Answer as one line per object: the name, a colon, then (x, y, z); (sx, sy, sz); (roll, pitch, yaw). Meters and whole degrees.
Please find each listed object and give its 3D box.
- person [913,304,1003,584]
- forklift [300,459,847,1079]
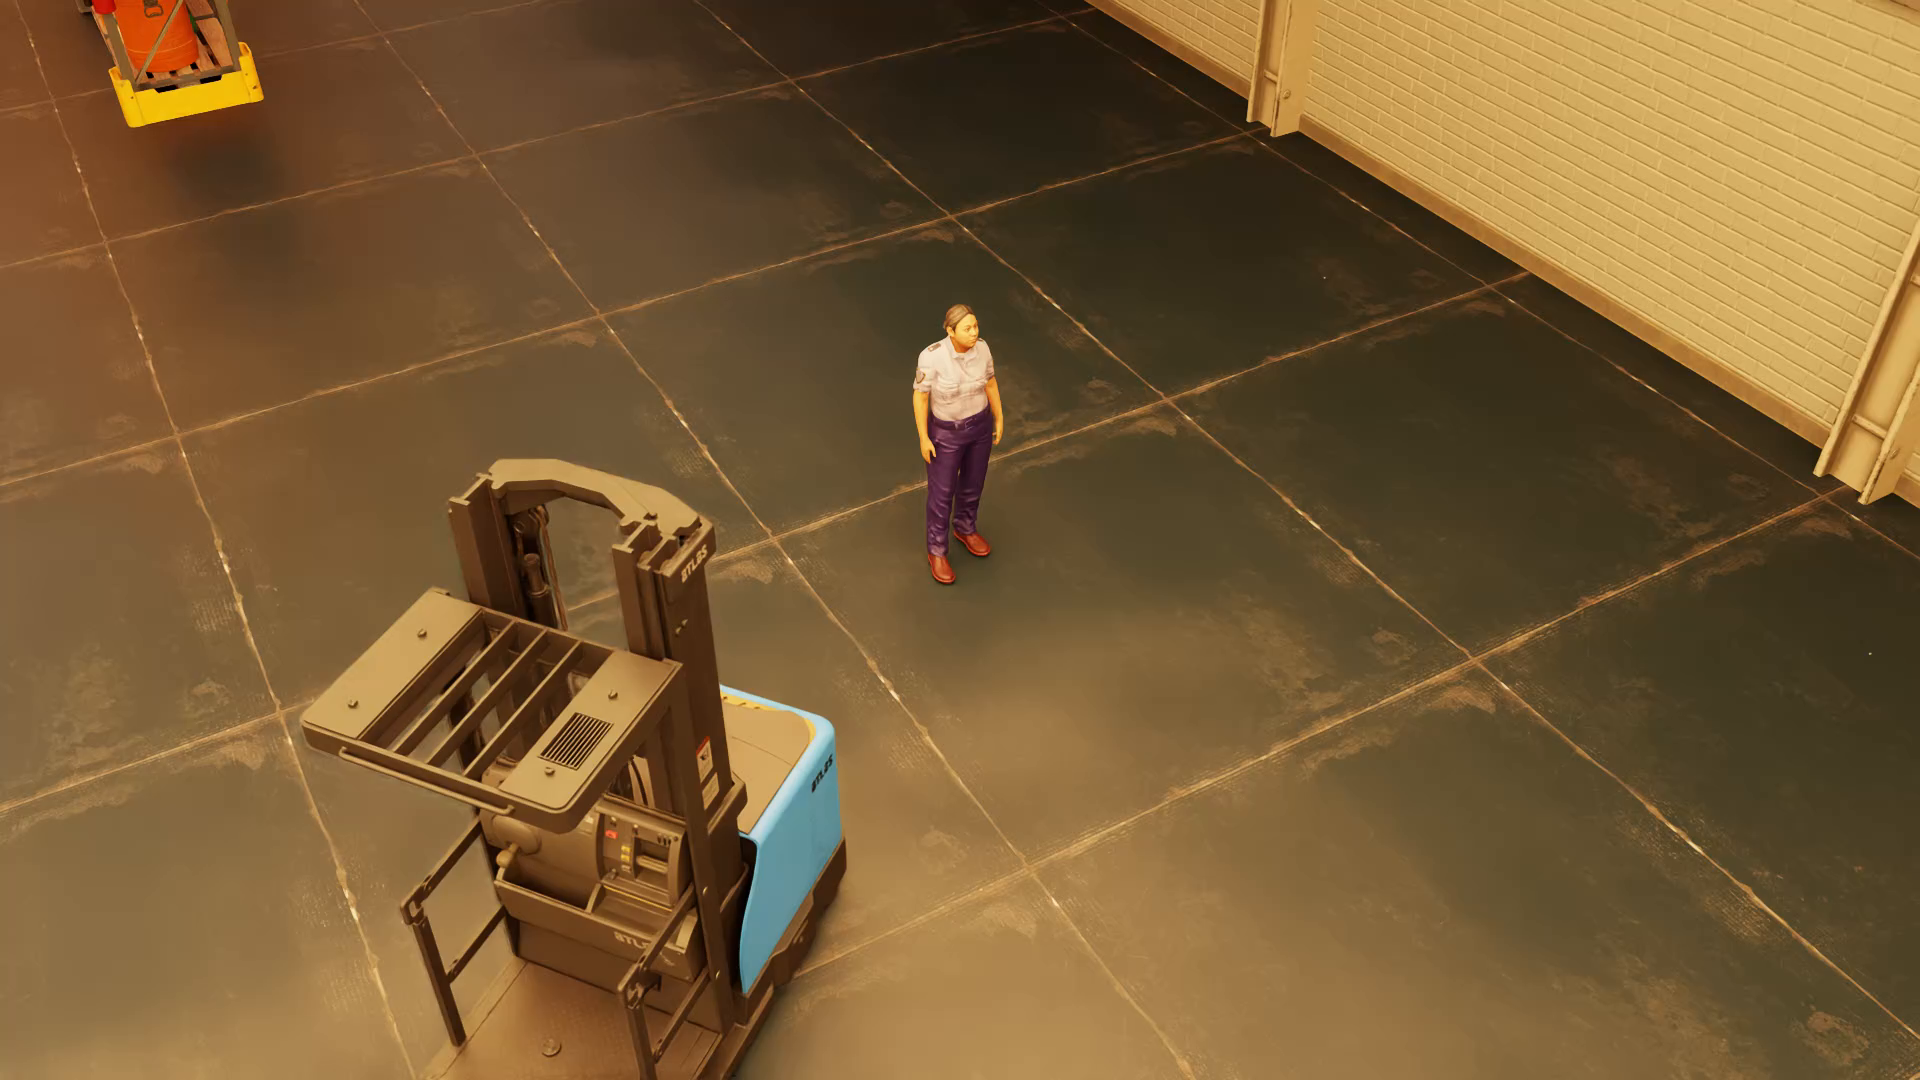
person: (0.025, -0.582, 9.733); (0.598, 1.651, 0.502); (-20, 44, -23)
forklift: (-1.600, 1.274, 6.500); (1.130, 2.935, 3.031); (15, 42, 17)
